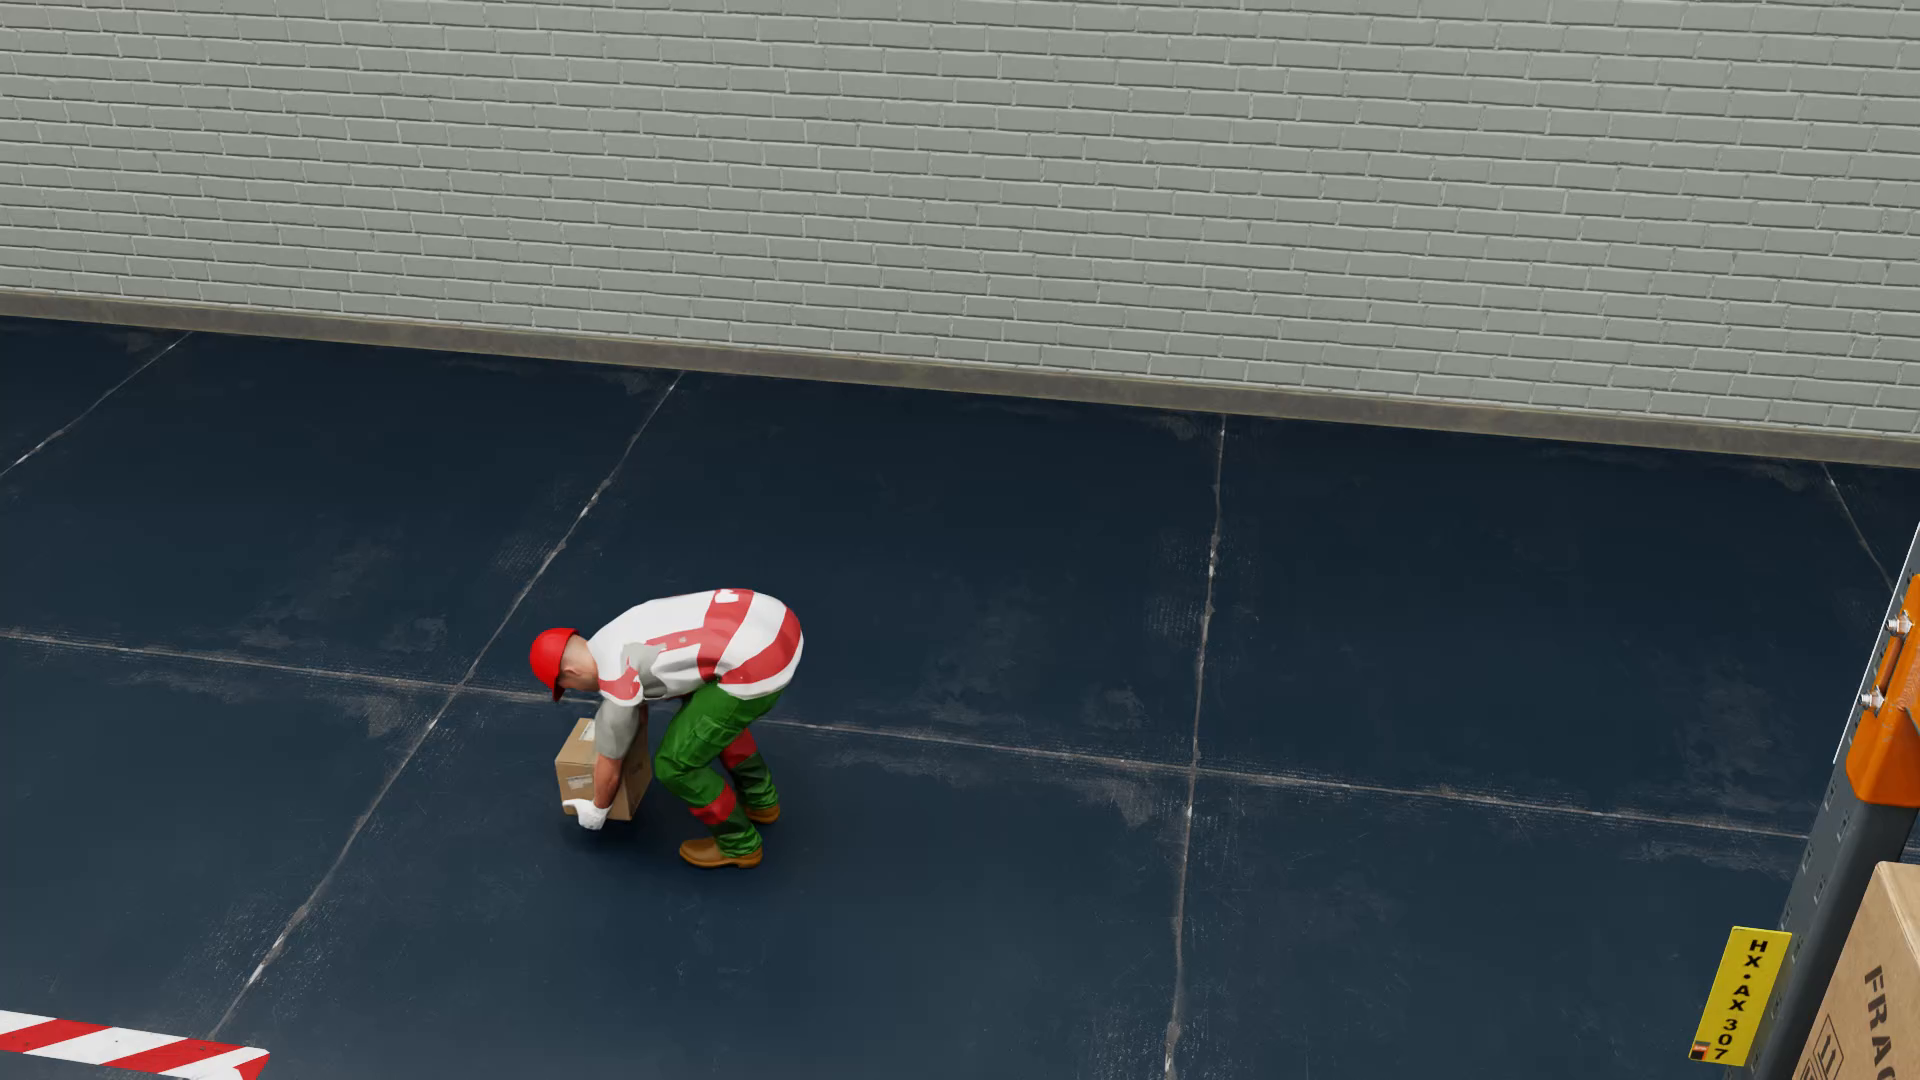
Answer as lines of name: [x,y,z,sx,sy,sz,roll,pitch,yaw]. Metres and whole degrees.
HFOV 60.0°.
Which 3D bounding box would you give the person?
person: [-1.013,0.632,5.821,0.954,1.023,0.524,4,32,6]
